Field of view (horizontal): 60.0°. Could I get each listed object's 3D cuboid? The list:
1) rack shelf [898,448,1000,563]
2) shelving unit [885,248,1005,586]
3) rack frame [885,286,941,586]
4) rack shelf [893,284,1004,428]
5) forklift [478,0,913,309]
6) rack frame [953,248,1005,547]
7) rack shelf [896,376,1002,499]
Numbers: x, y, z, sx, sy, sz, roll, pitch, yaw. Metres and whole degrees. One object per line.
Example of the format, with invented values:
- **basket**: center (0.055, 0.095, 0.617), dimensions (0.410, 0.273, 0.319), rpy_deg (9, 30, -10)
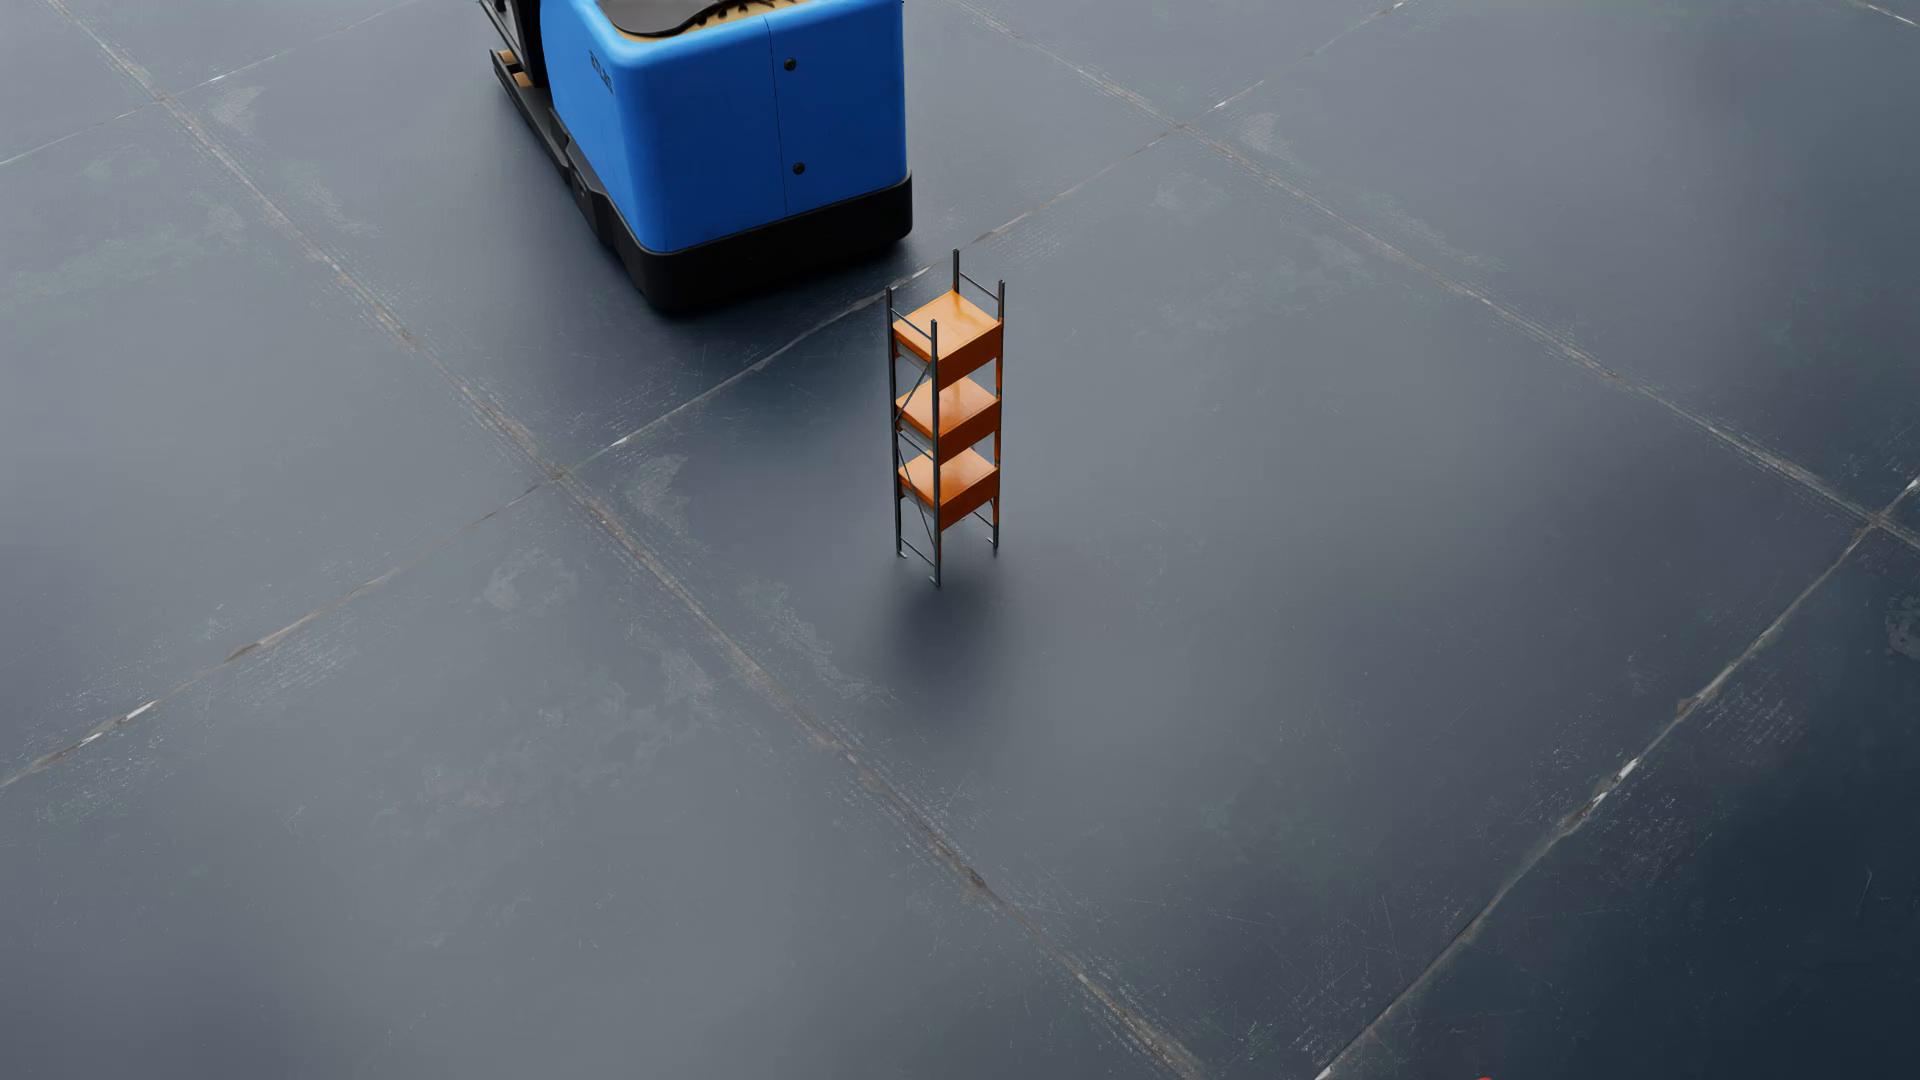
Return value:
- **rack shelf**: center (-0.040, -0.134, 5.052), dimensions (0.240, 0.259, 0.215), rpy_deg (-34, 56, -27)
- **shelving unit**: center (-0.040, -0.330, 4.840), dimensions (0.252, 1.050, 0.215), rpy_deg (-34, 56, -27)
- **rack frame**: center (-0.130, -0.269, 4.784), dimensions (0.008, 1.050, 0.200), rpy_deg (-34, 56, -27)
- **rack shelf**: center (-0.040, -0.515, 4.639), dimensions (0.240, 0.259, 0.215), rpy_deg (-34, 56, -27)
- **forklift**: center (-1.305, -2.902, 5.933), dimensions (1.130, 2.935, 3.031), rpy_deg (-21, 51, -18)
- **rack frame**: center (0.051, -0.390, 4.895), dimensions (0.008, 1.050, 0.200), rpy_deg (-34, 56, -27)
- **rack shelf**: center (-0.040, -0.322, 4.848), dimensions (0.240, 0.259, 0.215), rpy_deg (-34, 56, -27)
